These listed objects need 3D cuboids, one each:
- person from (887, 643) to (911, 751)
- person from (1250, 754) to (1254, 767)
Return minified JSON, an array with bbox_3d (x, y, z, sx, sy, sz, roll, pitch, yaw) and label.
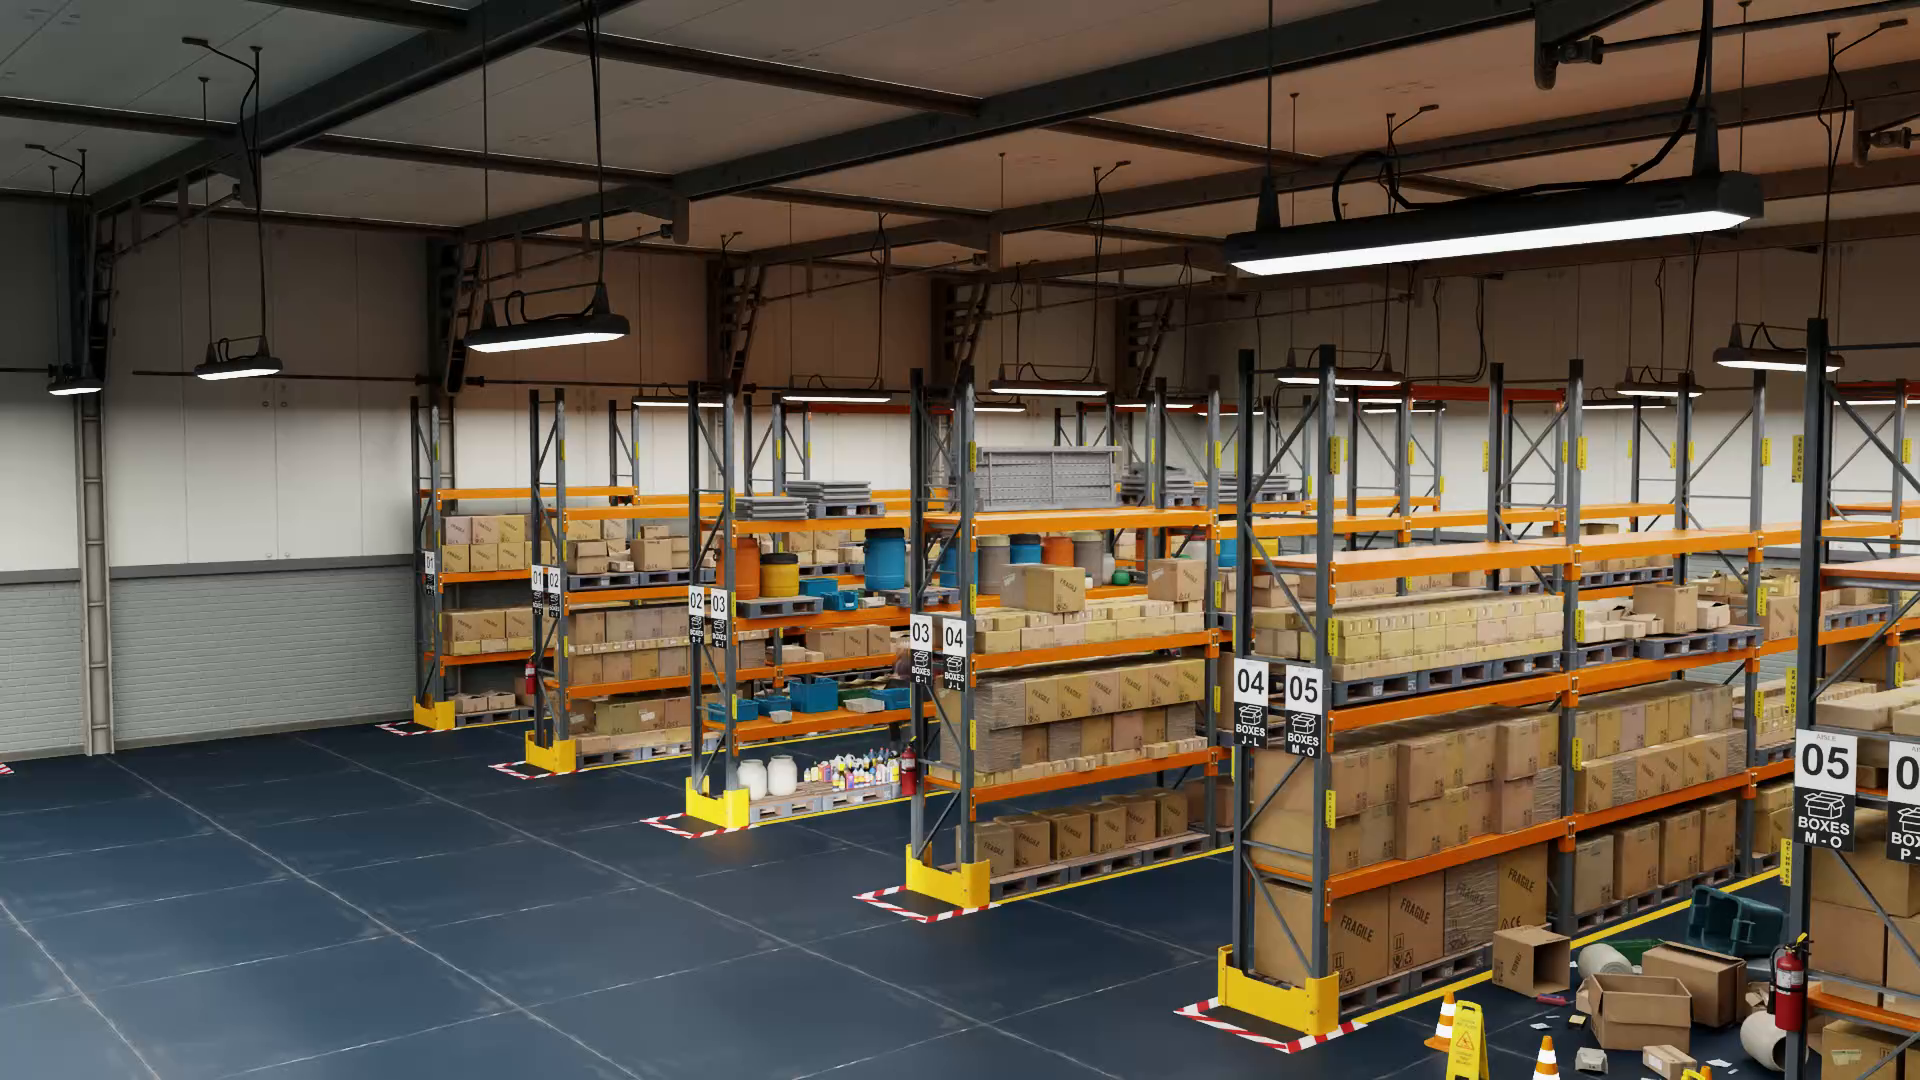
[{"bbox_3d":[-0.906,2.649,27.903,0.849,1.857,0.665,-3,4,-41],"label":"person"},{"bbox_3d":[4.436,2.833,24.807,0.629,1.755,0.649,-3,4,-39],"label":"person"}]
